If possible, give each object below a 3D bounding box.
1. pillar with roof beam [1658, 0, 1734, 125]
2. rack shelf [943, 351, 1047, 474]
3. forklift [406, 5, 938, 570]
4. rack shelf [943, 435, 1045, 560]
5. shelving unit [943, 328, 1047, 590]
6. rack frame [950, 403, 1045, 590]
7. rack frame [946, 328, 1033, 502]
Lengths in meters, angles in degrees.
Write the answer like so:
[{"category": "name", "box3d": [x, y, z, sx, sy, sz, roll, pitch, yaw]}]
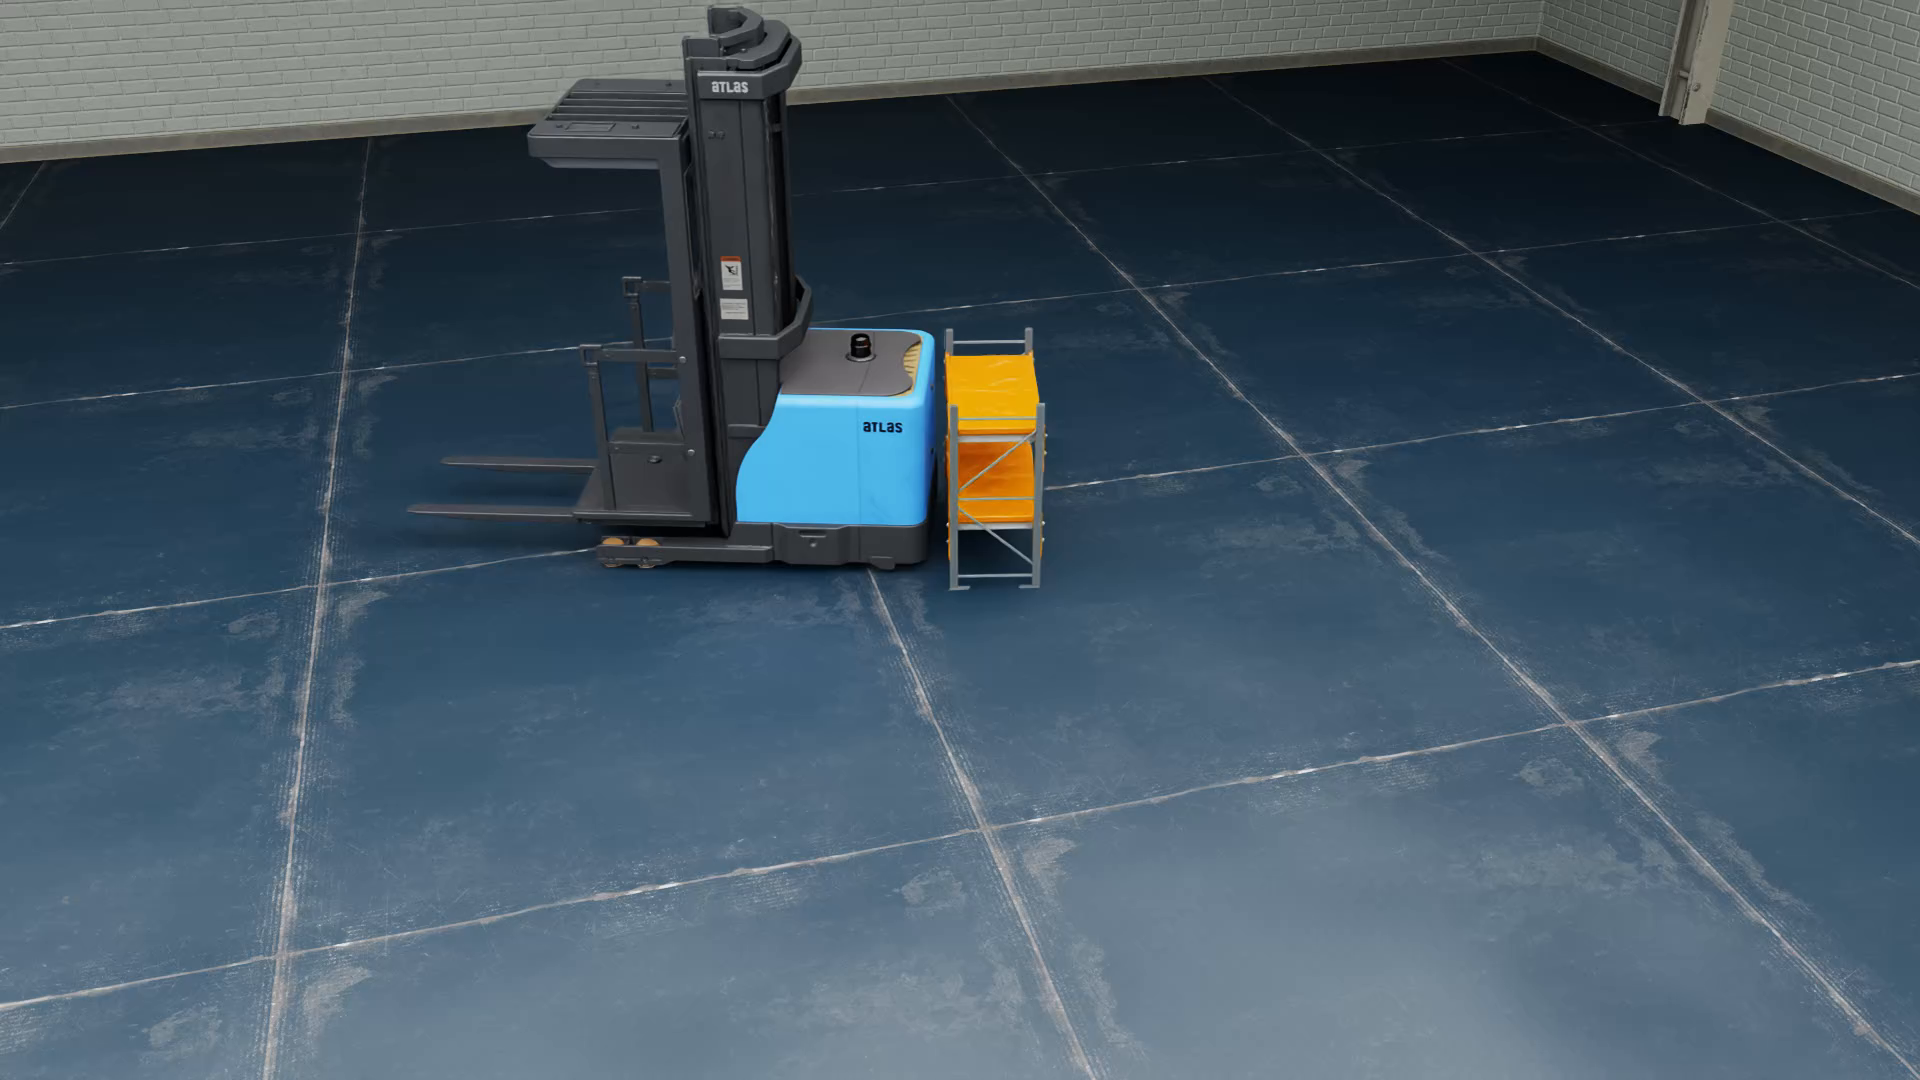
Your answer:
[{"category": "pillar with roof beam", "box3d": [3.383, -7.718, 14.101, 9.100, 9.000, 0.400, -8, 31, -13]}, {"category": "rack shelf", "box3d": [0.182, -0.728, 9.301, 0.538, 0.278, 1.000, -1, 30, -1]}, {"category": "forklift", "box3d": [-1.670, -1.370, 9.191, 3.031, 2.935, 1.130, 1, 30, 3]}, {"category": "rack shelf", "box3d": [0.182, -0.263, 9.570, 0.538, 0.278, 1.000, -1, 30, -1]}, {"category": "shelving unit", "box3d": [0.182, -0.475, 9.448, 0.538, 1.125, 1.048, -1, 30, -1]}, {"category": "rack frame", "box3d": [0.196, -0.220, 9.008, 0.500, 1.125, 0.032, -1, 30, -1]}, {"category": "rack frame", "box3d": [0.169, -0.730, 9.887, 0.500, 1.125, 0.032, -1, 30, -1]}]
